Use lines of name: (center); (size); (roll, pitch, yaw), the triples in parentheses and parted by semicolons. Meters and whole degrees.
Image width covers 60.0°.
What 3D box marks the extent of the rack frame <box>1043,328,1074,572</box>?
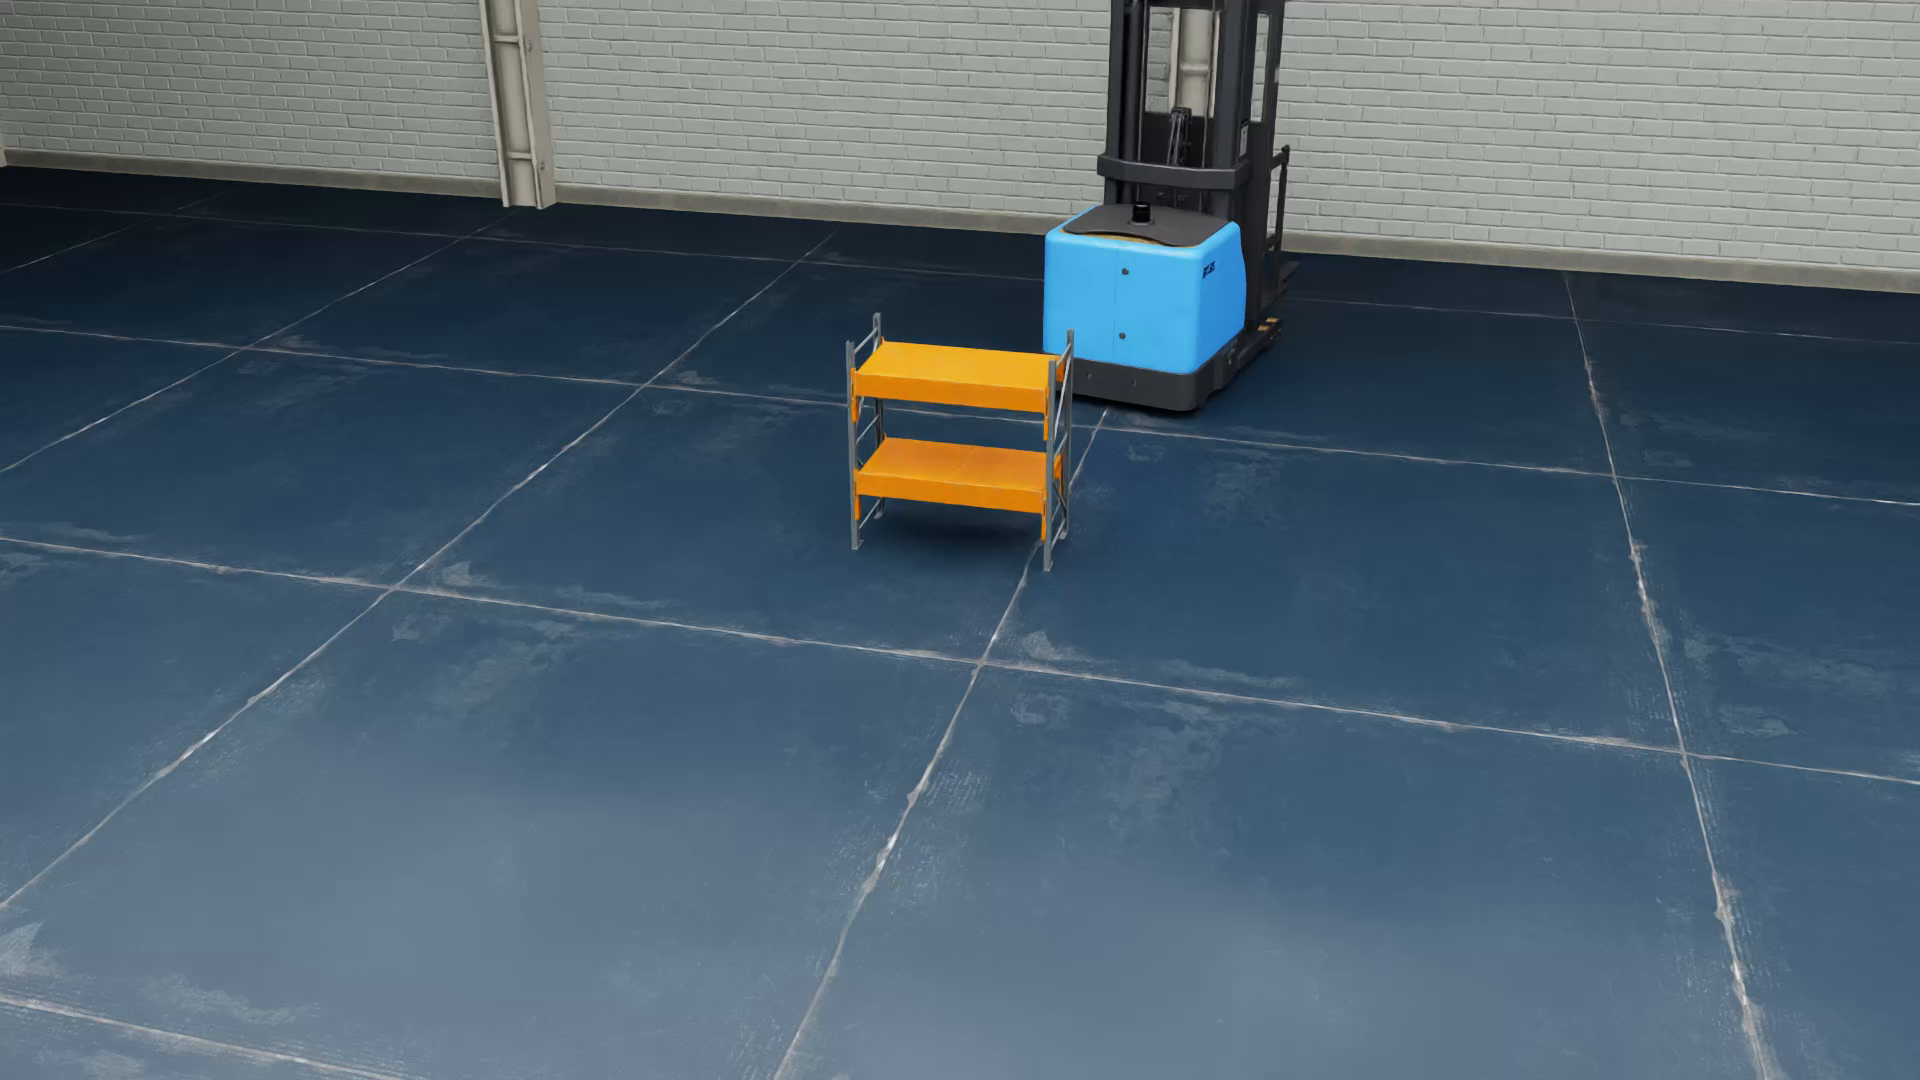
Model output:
rack frame: (0.499, -0.453, 8.392); (0.032, 1.125, 0.500); (6, 26, 13)

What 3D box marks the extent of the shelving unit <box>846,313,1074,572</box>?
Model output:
shelving unit: (0.007, -0.507, 8.507); (1.048, 1.125, 0.538); (6, 26, 13)

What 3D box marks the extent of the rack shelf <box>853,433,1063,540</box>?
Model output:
rack shelf: (0.007, -0.286, 8.612); (1.000, 0.278, 0.538); (6, 26, 13)

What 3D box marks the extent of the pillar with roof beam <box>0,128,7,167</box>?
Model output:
pillar with roof beam: (-10.809, -5.984, 10.850); (0.400, 9.000, 9.100); (6, 26, 13)

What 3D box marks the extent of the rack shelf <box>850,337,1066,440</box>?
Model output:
rack shelf: (0.007, -0.771, 8.381); (1.000, 0.278, 0.538); (6, 26, 13)

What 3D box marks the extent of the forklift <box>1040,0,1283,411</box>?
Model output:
forklift: (1.619, -2.720, 11.054); (1.130, 2.935, 3.031); (12, 28, 24)

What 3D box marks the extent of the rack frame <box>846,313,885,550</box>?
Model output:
rack frame: (-0.486, -0.562, 8.621); (0.032, 1.125, 0.500); (6, 26, 13)

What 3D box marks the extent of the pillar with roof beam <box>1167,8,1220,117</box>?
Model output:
pillar with roof beam: (0.813, -4.699, 8.152); (0.400, 9.000, 9.100); (6, 26, 13)
